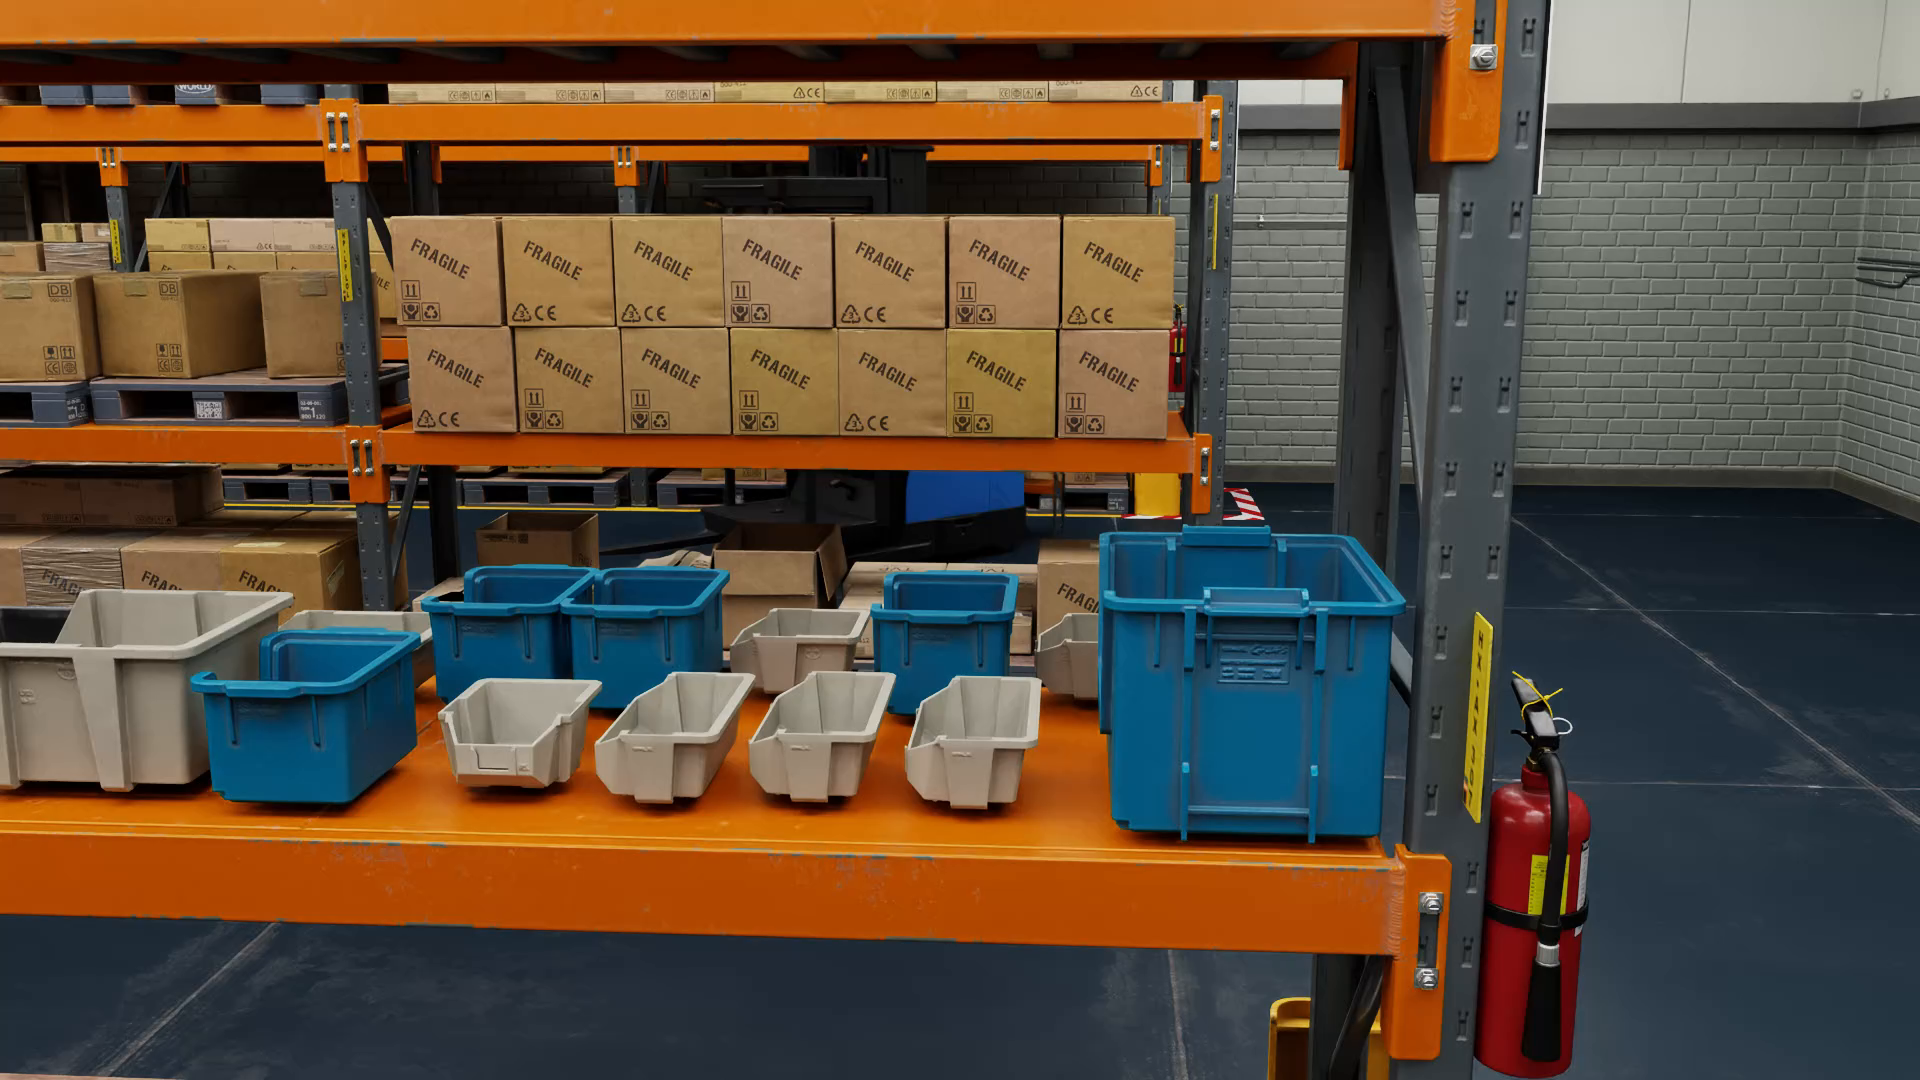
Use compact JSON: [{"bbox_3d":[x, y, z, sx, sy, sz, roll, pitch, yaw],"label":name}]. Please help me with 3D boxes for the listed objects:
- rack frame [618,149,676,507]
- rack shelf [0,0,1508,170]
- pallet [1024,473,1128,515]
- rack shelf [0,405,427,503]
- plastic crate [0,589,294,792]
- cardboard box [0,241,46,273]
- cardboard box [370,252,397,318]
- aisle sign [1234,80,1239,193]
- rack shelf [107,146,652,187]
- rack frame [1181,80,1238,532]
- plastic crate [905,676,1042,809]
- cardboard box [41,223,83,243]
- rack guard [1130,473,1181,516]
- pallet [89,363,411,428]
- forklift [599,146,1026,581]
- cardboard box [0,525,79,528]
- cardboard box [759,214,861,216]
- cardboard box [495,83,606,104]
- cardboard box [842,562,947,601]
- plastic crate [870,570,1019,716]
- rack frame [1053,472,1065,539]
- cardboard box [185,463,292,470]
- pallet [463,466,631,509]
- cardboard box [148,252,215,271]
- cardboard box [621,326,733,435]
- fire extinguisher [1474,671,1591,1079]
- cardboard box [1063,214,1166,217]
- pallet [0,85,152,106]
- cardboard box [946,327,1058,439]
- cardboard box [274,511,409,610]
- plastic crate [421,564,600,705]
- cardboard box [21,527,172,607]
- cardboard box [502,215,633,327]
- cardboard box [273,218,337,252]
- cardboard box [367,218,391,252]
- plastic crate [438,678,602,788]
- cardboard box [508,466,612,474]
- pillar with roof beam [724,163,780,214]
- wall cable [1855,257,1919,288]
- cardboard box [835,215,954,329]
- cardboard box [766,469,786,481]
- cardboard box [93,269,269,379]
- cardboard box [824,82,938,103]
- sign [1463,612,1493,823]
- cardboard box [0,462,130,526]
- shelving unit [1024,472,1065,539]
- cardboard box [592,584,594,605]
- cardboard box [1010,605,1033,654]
[{"bbox_3d":[-2.475,-1.826,13.170,0.127,3.000,1.000,1,12,4],"label":"rack frame"},{"bbox_3d":[-1.142,-0.891,3.130,4.000,0.370,1.077,1,12,4],"label":"rack shelf"},{"bbox_3d":[0.713,-0.401,13.170,1.213,0.211,1.003,1,12,4],"label":"pallet"},{"bbox_3d":[-4.798,-0.489,8.536,4.000,0.370,1.077,1,12,4],"label":"rack shelf"},{"bbox_3d":[-1.626,0.285,3.221,0.530,0.282,0.437,1,12,4],"label":"plastic crate"},{"bbox_3d":[-7.495,-2.151,13.407,0.500,0.500,0.700,0,12,-2],"label":"cardboard box"},{"bbox_3d":[-4.462,-2.004,13.004,0.500,0.500,0.500,1,12,5],"label":"cardboard box"},{"bbox_3d":[1.236,-1.968,7.500,0.004,0.787,0.394,1,12,4],"label":"aisle sign"},{"bbox_3d":[-4.471,-2.969,13.067,4.000,0.370,1.077,1,12,4],"label":"rack shelf"},{"bbox_3d":[1.189,-0.759,8.070,0.127,3.000,1.000,1,12,4],"label":"rack frame"},{"bbox_3d":[0.028,0.378,3.130,0.243,0.136,0.396,1,12,4],"label":"plastic crate"},{"bbox_3d":[-7.134,-2.462,13.310,0.250,0.149,0.380,-1,12,-6],"label":"cardboard box"},{"bbox_3d":[1.540,-0.547,13.163,0.348,0.500,1.175,1,12,4],"label":"rack guard"},{"bbox_3d":[-3.592,-0.753,8.510,1.213,0.211,1.003,1,12,4],"label":"pallet"},{"bbox_3d":[-1.020,-1.265,10.657,3.031,2.935,1.130,-9,15,-37],"label":"forklift"},{"bbox_3d":[-4.804,0.118,8.910,0.500,0.500,0.500,0,12,2],"label":"cardboard box"},{"bbox_3d":[-0.764,-1.377,8.341,0.500,0.500,0.500,1,12,3],"label":"cardboard box"},{"bbox_3d":[-1.835,-2.144,7.730,0.500,0.250,0.500,1,12,4],"label":"cardboard box"},{"bbox_3d":[-0.333,0.293,8.685,0.500,0.250,0.500,1,12,4],"label":"cardboard box"},{"bbox_3d":[-0.027,0.226,3.625,0.300,0.233,0.416,1,12,4],"label":"plastic crate"},{"bbox_3d":[0.703,-0.601,11.708,0.015,1.200,0.240,4,12,18],"label":"rack frame"},{"bbox_3d":[-5.741,-0.997,13.433,0.750,0.750,0.750,1,12,3],"label":"cardboard box"},{"bbox_3d":[-3.250,-0.456,13.432,1.213,0.211,1.003,1,12,4],"label":"pallet"},{"bbox_3d":[-5.999,-2.026,13.107,0.500,0.500,0.500,1,12,5],"label":"cardboard box"},{"bbox_3d":[-1.302,-0.786,7.957,0.500,0.500,0.500,1,12,3],"label":"cardboard box"},{"bbox_3d":[0.974,0.568,2.825,0.183,0.674,0.296,1,12,4],"label":"fire extinguisher"},{"bbox_3d":[0.764,-1.357,8.244,0.500,0.500,0.500,1,12,5],"label":"cardboard box"},{"bbox_3d":[-4.483,-2.227,8.220,1.003,0.211,1.213,1,12,4],"label":"pallet"},{"bbox_3d":[0.206,-0.765,7.854,0.500,0.500,0.500,1,12,4],"label":"cardboard box"},{"bbox_3d":[-3.269,0.138,8.812,0.500,0.500,0.500,0,12,1],"label":"cardboard box"},{"bbox_3d":[-0.984,0.213,3.687,0.300,0.233,0.416,1,12,4],"label":"plastic crate"},{"bbox_3d":[-4.307,0.231,8.369,0.500,0.500,0.500,1,12,4],"label":"cardboard box"},{"bbox_3d":[-1.836,-1.281,7.880,0.500,0.500,0.500,0,12,2],"label":"cardboard box"},{"bbox_3d":[-4.995,-2.380,12.967,0.500,0.250,0.500,1,12,4],"label":"cardboard box"},{"bbox_3d":[-4.485,-2.374,12.940,0.500,0.250,0.500,1,12,3],"label":"cardboard box"},{"bbox_3d":[-0.836,0.372,3.159,0.250,0.136,0.298,1,12,4],"label":"plastic crate"},{"bbox_3d":[-3.132,-0.961,13.263,0.750,0.750,0.750,1,12,4],"label":"cardboard box"},{"bbox_3d":[-2.006,-4.050,9.150,0.400,9.000,9.100,1,12,4],"label":"pillar with roof beam"},{"bbox_3d":[7.135,-3.037,11.893,0.112,2.526,3.097,1,12,4],"label":"wall cable"},{"bbox_3d":[-0.295,-1.260,7.780,0.500,0.500,0.500,1,12,5],"label":"cardboard box"},{"bbox_3d":[-1.235,-0.769,13.198,0.500,0.500,0.700,1,12,3],"label":"cardboard box"},{"bbox_3d":[-3.950,-1.117,8.511,0.500,0.500,0.700,3,12,13],"label":"cardboard box"},{"bbox_3d":[-0.339,-2.120,7.618,0.500,0.250,0.500,1,12,4],"label":"cardboard box"},{"bbox_3d":[0.833,0.286,2.678,0.005,0.325,0.100,1,12,4],"label":"sign"},{"bbox_3d":[-4.767,-0.249,8.833,0.500,0.250,0.500,1,12,3],"label":"cardboard box"},{"bbox_3d":[0.472,-0.617,11.785,0.503,1.200,0.258,4,12,18],"label":"shelving unit"},{"bbox_3d":[-1.837,0.309,8.853,0.250,0.149,0.380,1,12,4],"label":"cardboard box"},{"bbox_3d":[0.232,0.431,8.225,0.250,0.166,0.380,1,12,4],"label":"cardboard box"}]
